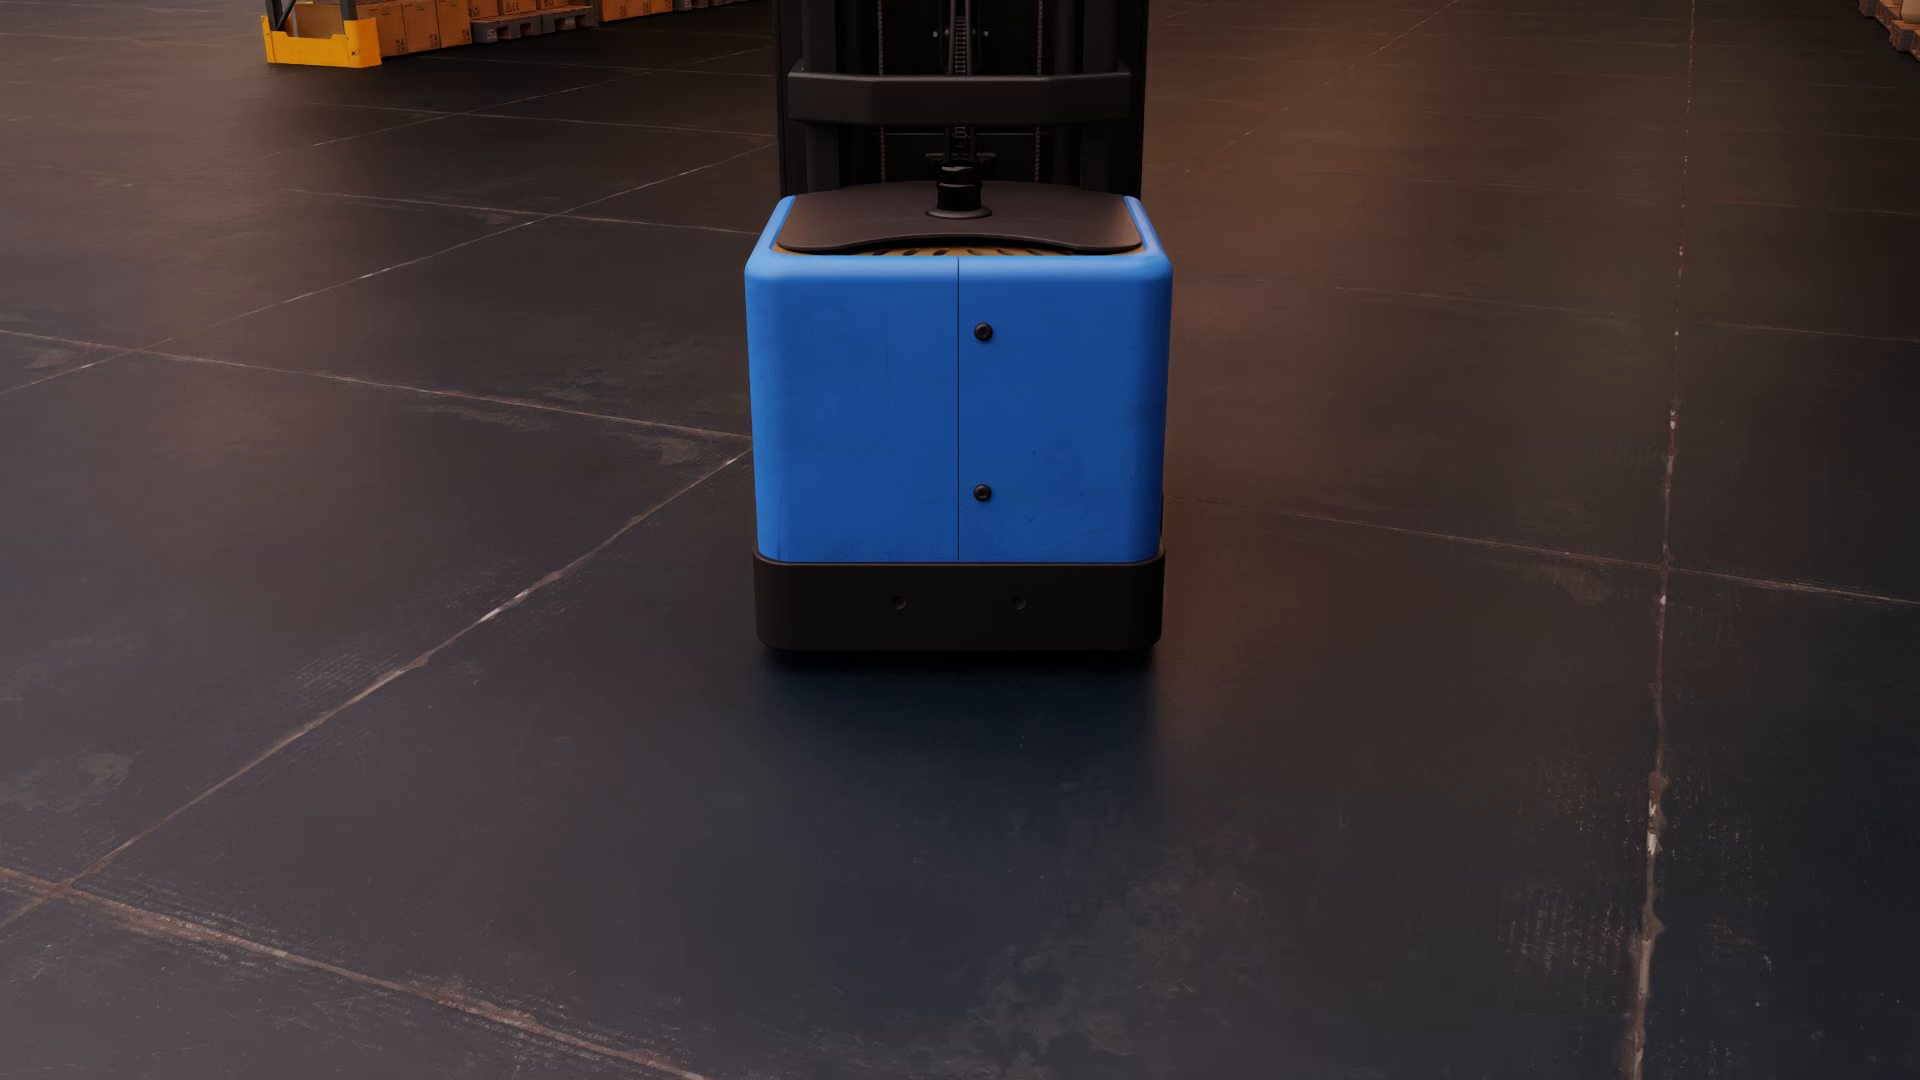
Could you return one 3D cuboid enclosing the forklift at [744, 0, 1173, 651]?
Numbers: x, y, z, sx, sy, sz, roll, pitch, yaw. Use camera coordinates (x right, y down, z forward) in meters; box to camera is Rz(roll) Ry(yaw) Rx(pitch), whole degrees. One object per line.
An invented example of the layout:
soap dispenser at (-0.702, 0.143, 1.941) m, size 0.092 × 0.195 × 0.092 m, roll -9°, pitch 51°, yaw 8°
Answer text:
forklift at (0.002, -1.587, 5.089) m, size 1.130 × 2.935 × 3.031 m, roll 0°, pitch 23°, yaw 0°
